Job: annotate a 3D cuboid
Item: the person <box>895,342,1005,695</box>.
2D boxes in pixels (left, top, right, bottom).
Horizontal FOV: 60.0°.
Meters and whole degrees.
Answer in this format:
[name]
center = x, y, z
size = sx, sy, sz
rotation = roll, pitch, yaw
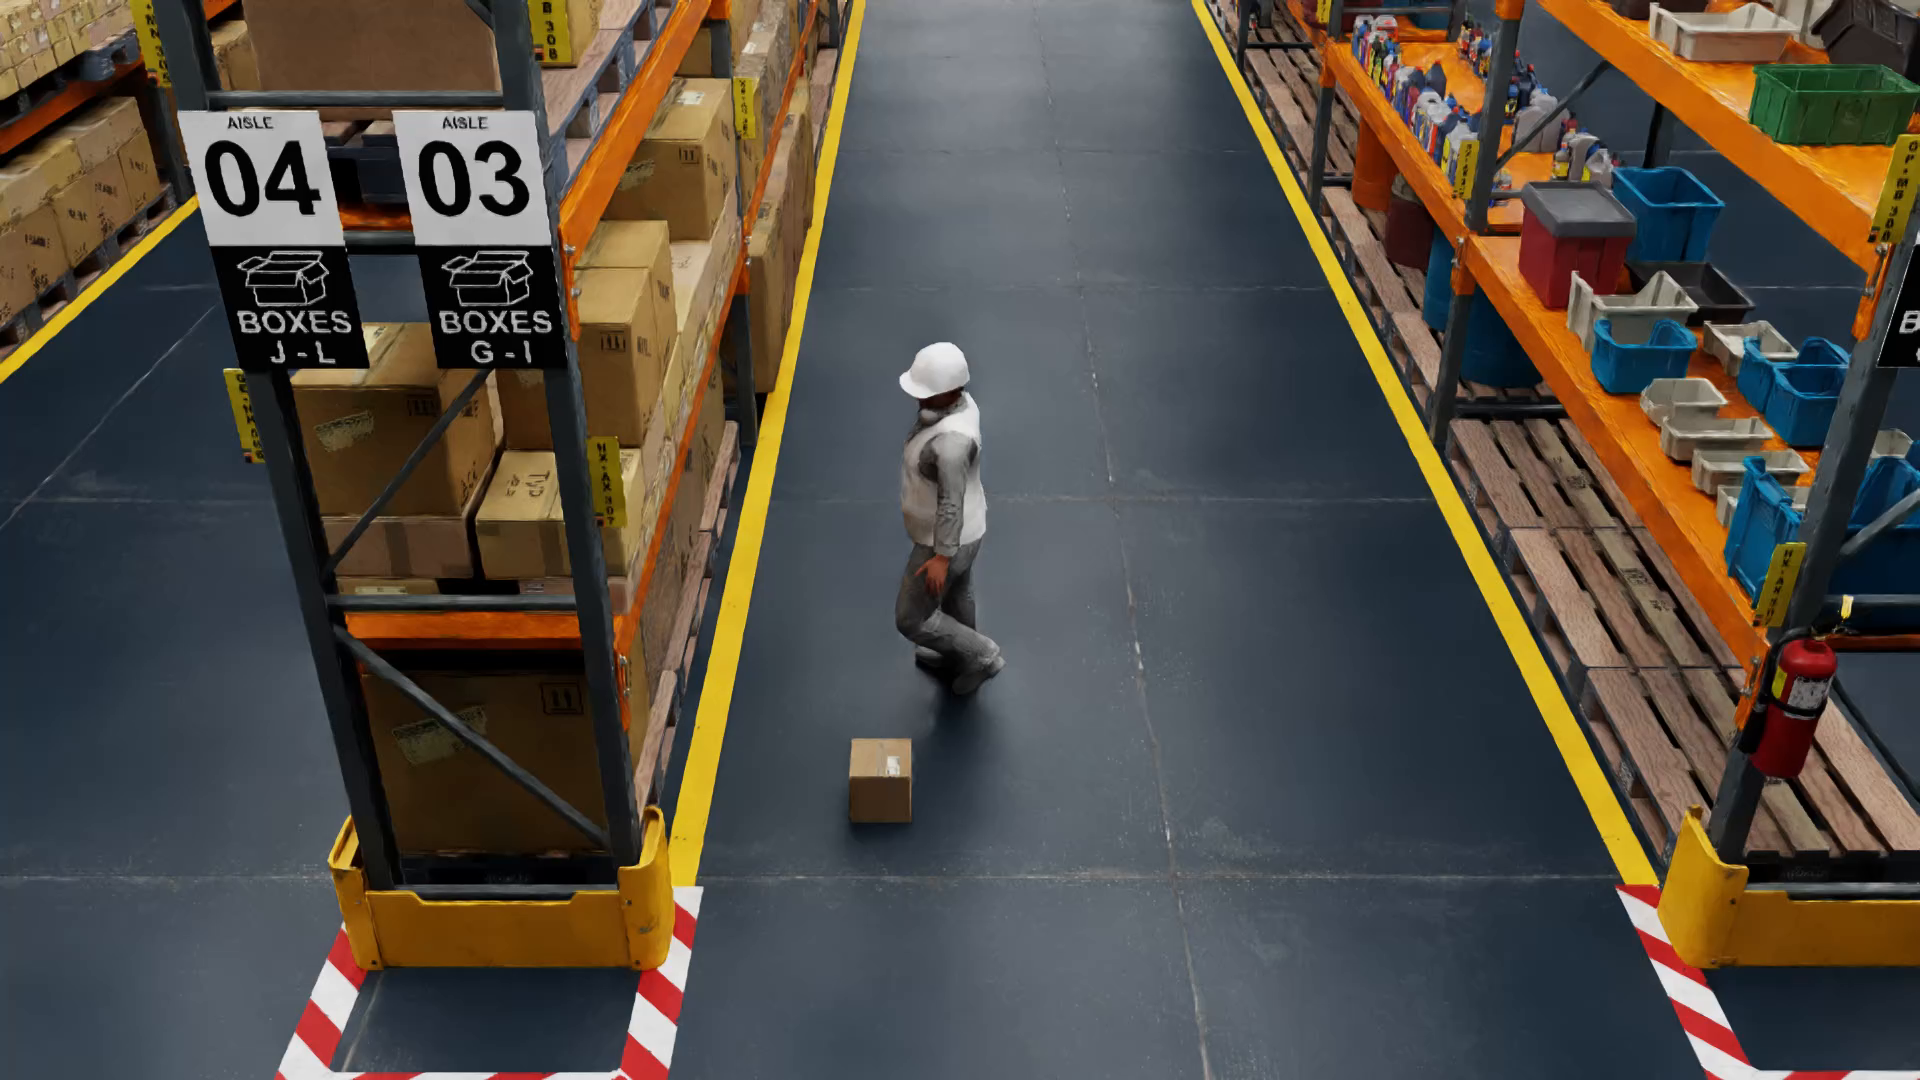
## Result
[person]
center = -0.034, -0.056, 7.171
size = 0.477, 1.755, 0.618
rotation = 1, 31, 2
